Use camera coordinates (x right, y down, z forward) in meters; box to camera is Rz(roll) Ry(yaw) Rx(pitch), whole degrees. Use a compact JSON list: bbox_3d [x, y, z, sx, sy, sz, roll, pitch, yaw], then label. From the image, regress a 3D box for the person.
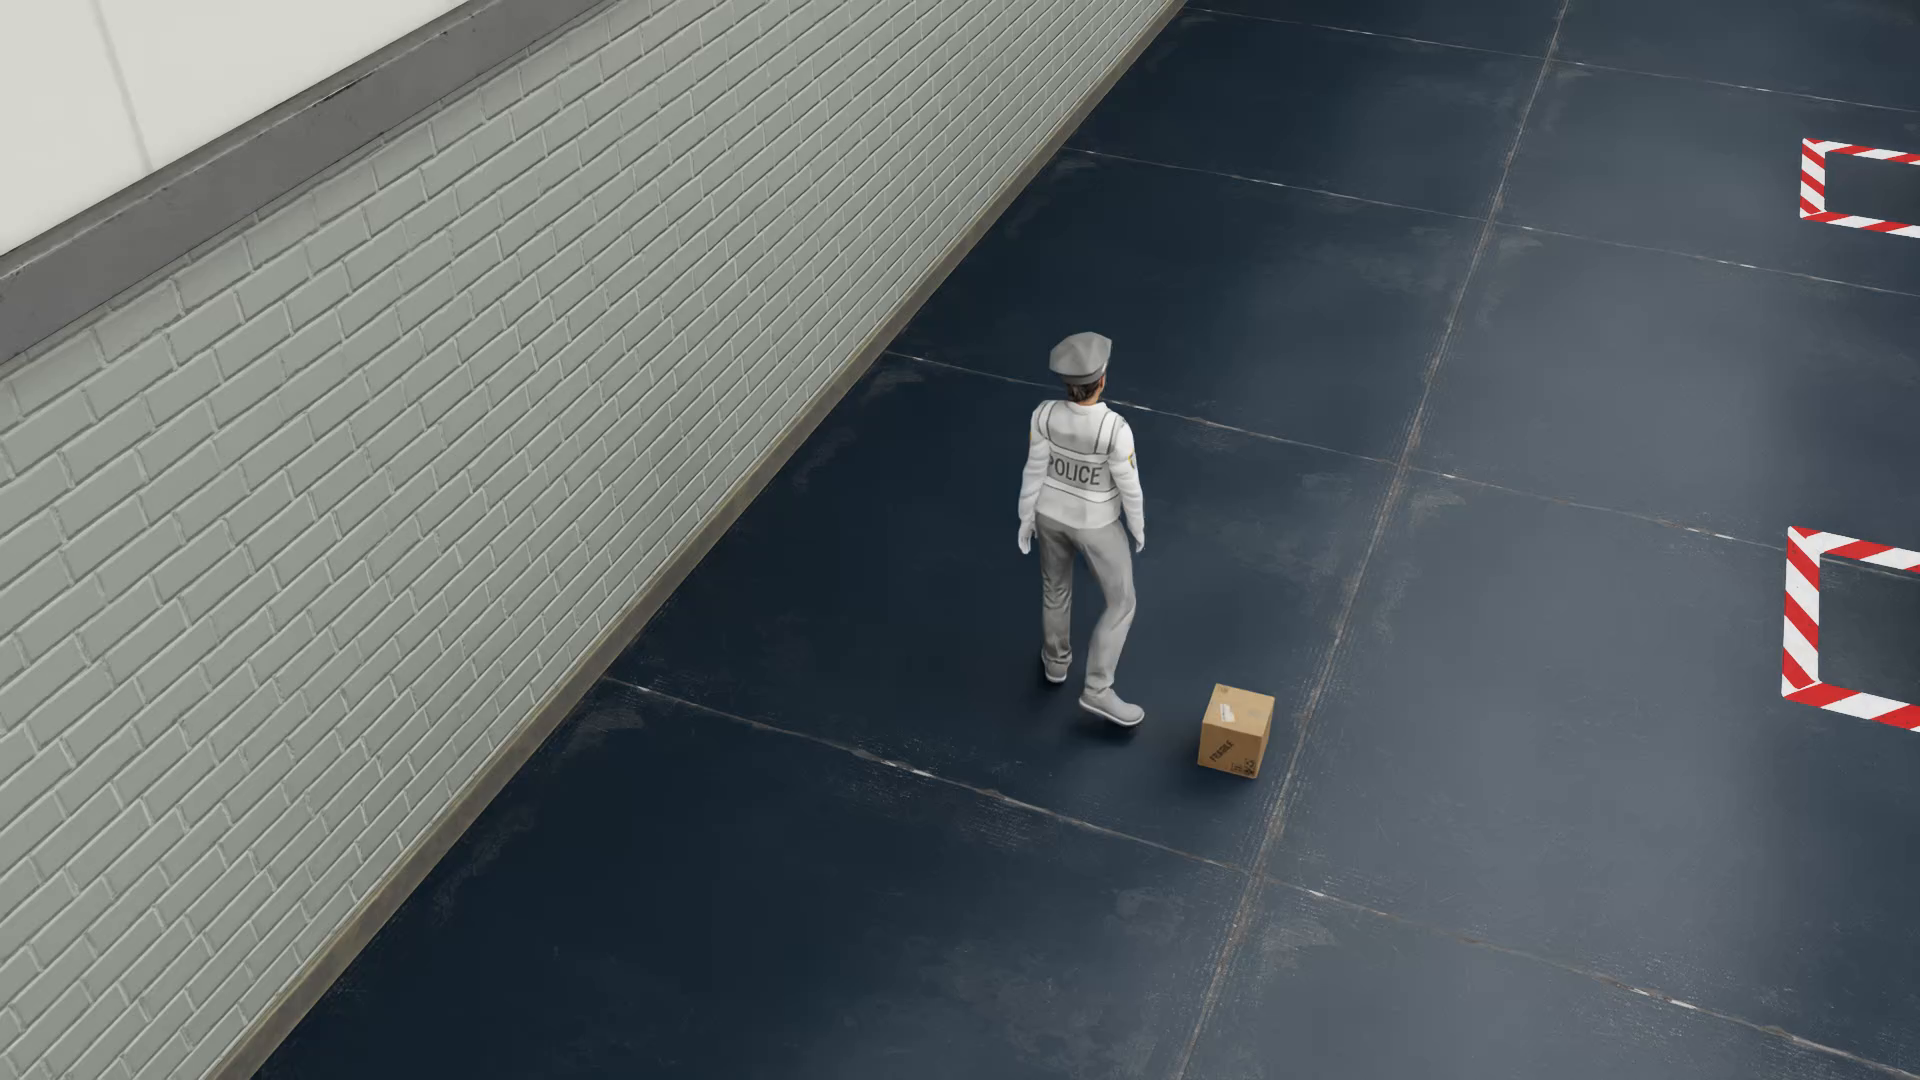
[{"bbox_3d":[0.548,-0.013,6.828,0.673,1.667,0.493,19,42,23],"label":"person"}]
